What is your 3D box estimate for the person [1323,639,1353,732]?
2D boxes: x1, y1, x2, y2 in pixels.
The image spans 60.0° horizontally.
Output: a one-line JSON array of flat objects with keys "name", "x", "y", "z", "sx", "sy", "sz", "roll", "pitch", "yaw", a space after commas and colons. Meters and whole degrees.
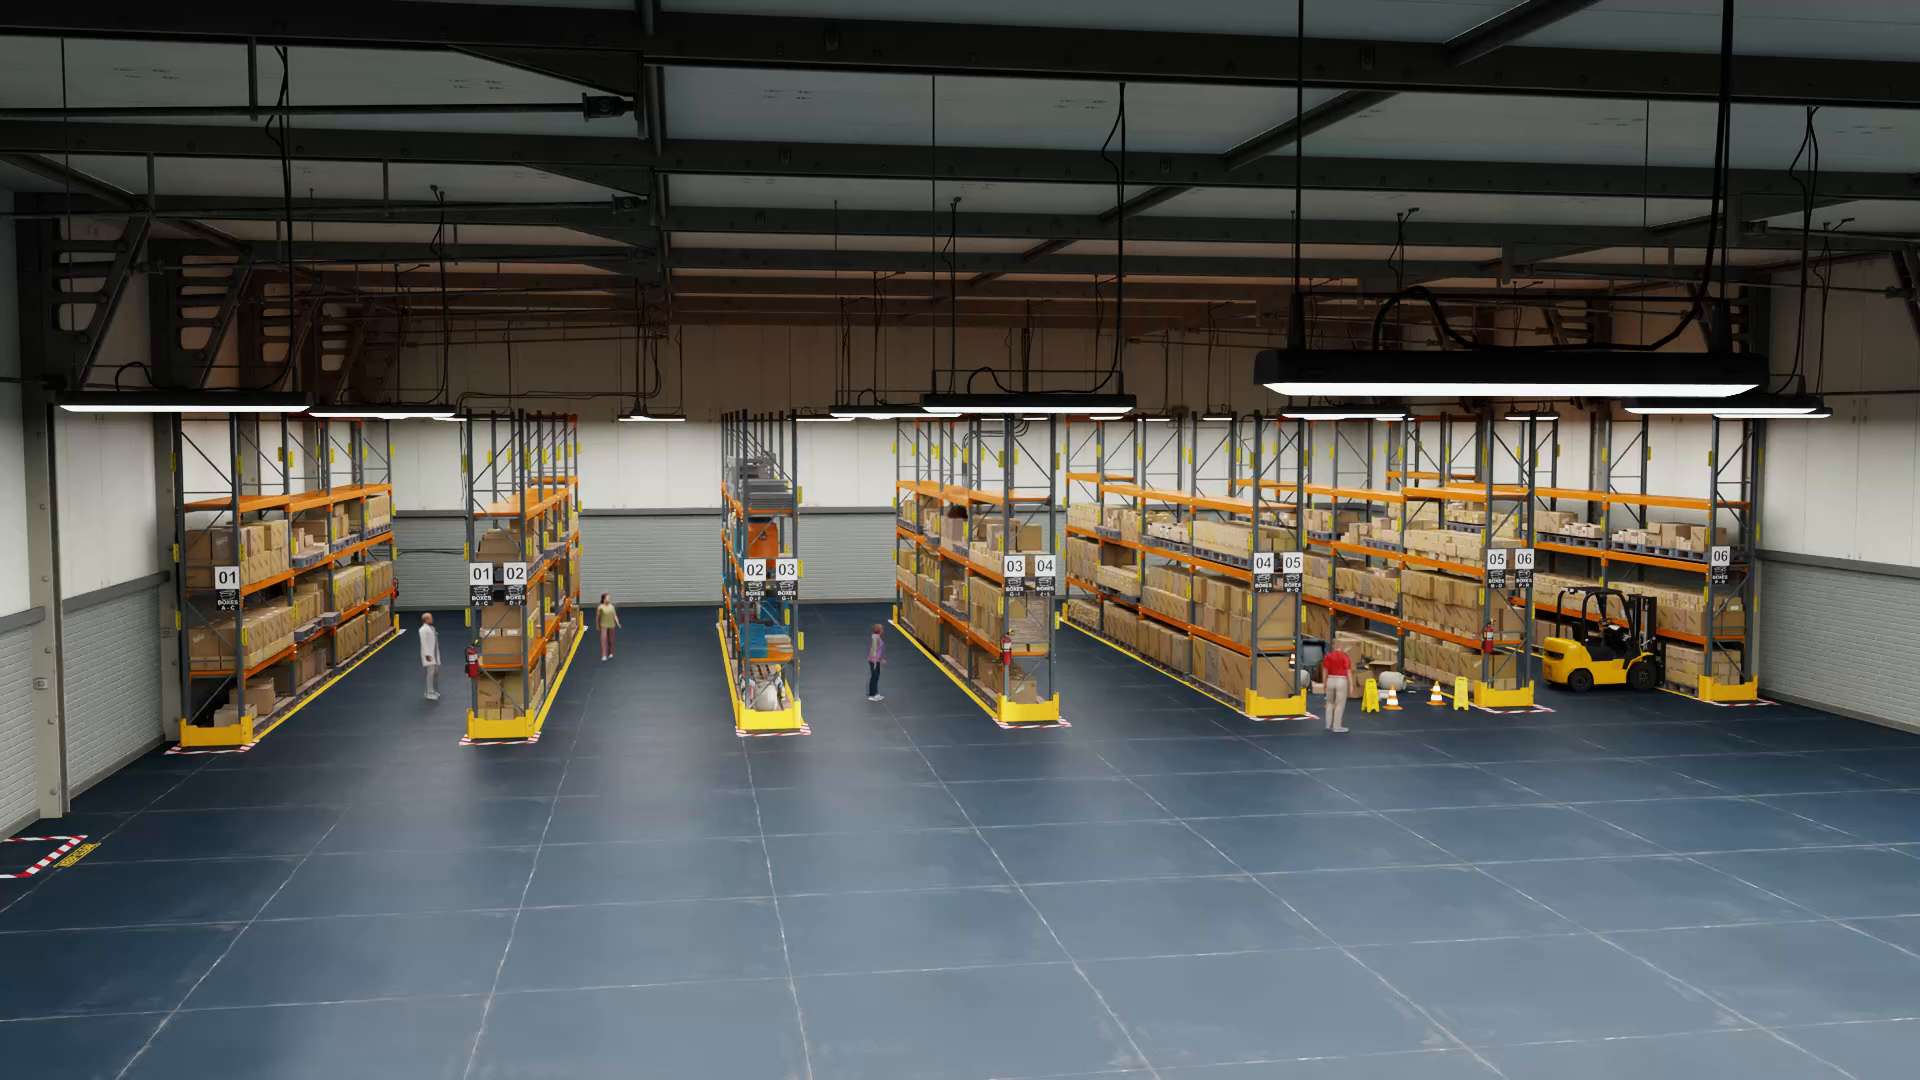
[{"name": "person", "x": 7.073, "y": 2.717, "z": 30.970, "sx": 0.596, "sy": 1.758, "sz": 0.476, "roll": 4, "pitch": 5, "yaw": 42}]

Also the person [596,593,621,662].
[{"name": "person", "x": -8.494, "y": 2.097, "z": 40.154, "sx": 0.583, "sy": 1.612, "sz": 1.021, "roll": -1, "pitch": 4, "yaw": -11}]

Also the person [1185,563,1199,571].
[{"name": "person", "x": 7.337, "y": 1.180, "z": 52.763, "sx": 0.940, "sy": 1.721, "sz": 0.664, "roll": -3, "pitch": 5, "yaw": -34}]

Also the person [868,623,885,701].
[{"name": "person", "x": -1.737, "y": 2.523, "z": 34.461, "sx": 0.358, "sy": 1.611, "sz": 0.444, "roll": 0, "pitch": 4, "yaw": 4}]

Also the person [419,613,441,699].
[{"name": "person", "x": -11.048, "y": 2.453, "z": 34.870, "sx": 0.562, "sy": 1.818, "sz": 0.583, "roll": 1, "pitch": 4, "yaw": 20}]
